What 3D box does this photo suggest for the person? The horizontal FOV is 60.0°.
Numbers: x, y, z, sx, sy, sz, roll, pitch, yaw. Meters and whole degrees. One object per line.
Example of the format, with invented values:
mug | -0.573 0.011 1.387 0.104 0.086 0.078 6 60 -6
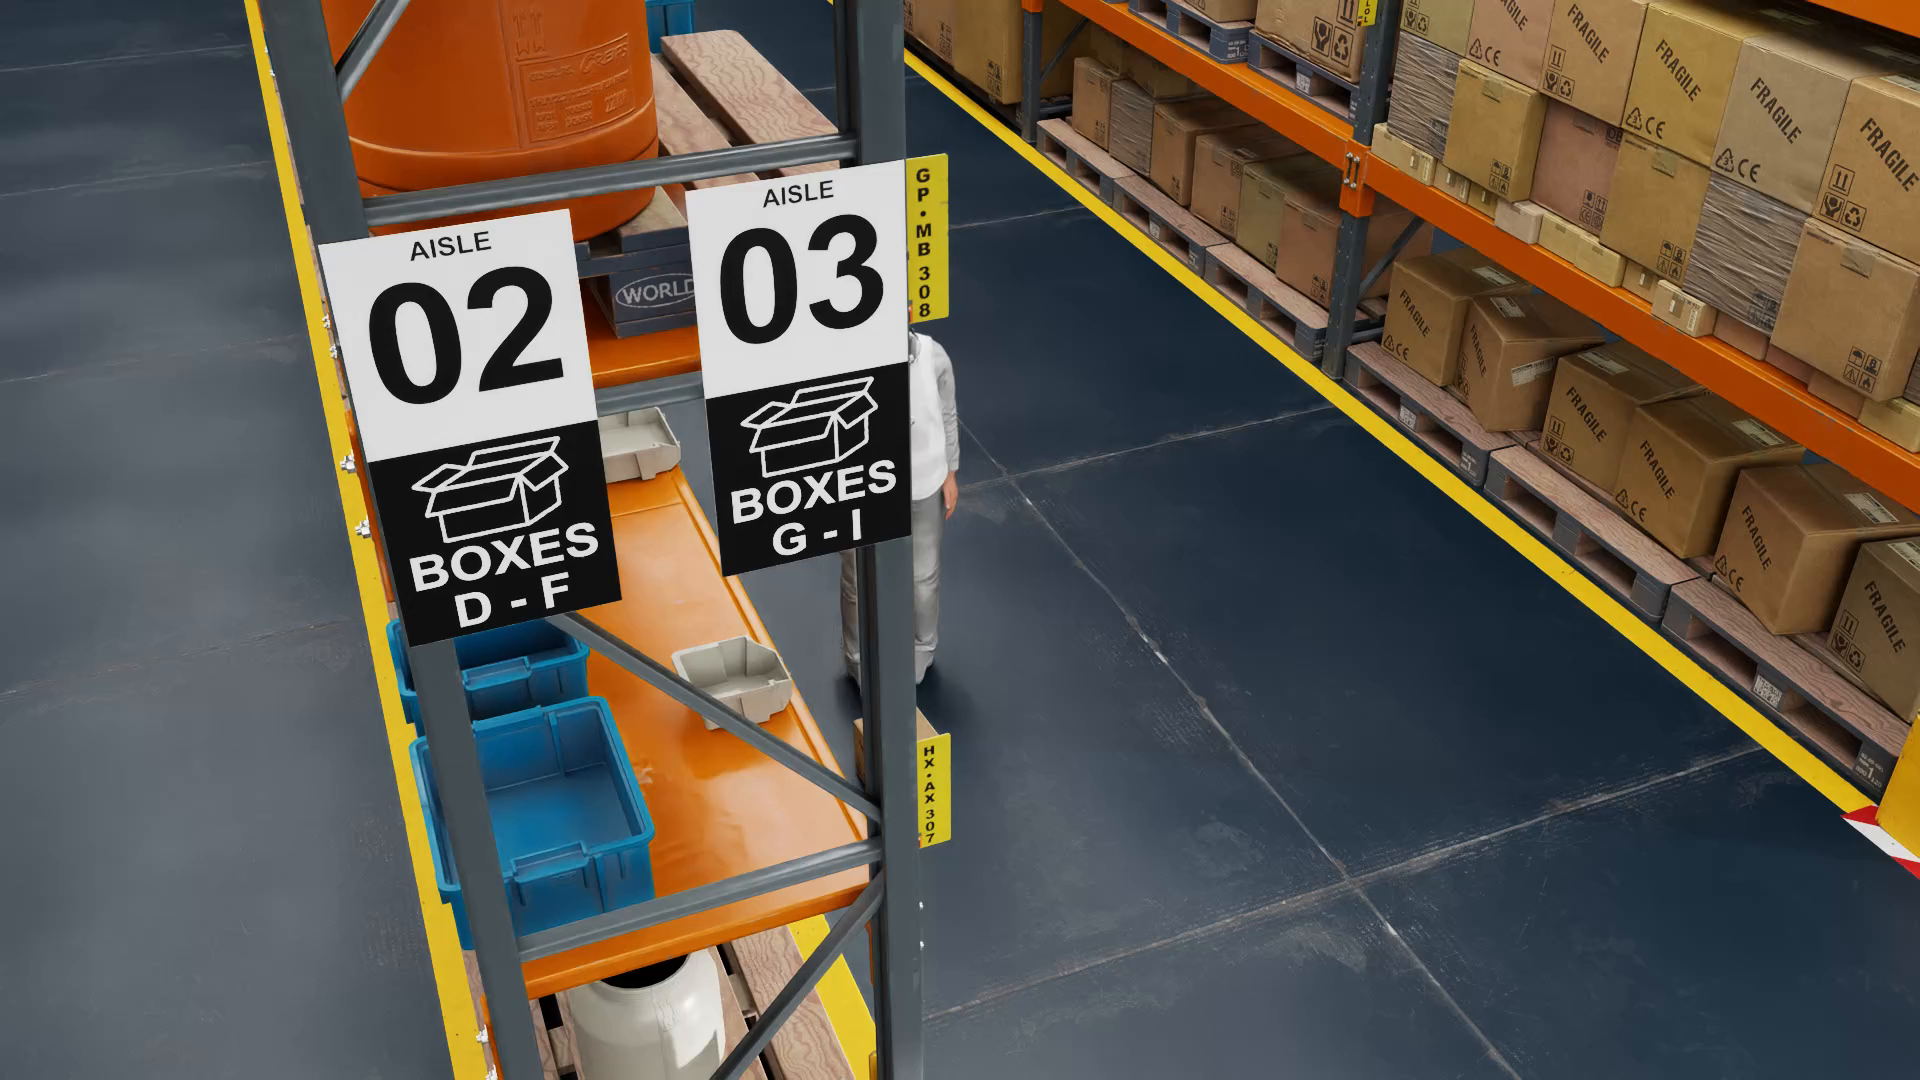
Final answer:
person | -0.262 -0.200 6.408 0.552 1.784 0.412 -7 34 -11
